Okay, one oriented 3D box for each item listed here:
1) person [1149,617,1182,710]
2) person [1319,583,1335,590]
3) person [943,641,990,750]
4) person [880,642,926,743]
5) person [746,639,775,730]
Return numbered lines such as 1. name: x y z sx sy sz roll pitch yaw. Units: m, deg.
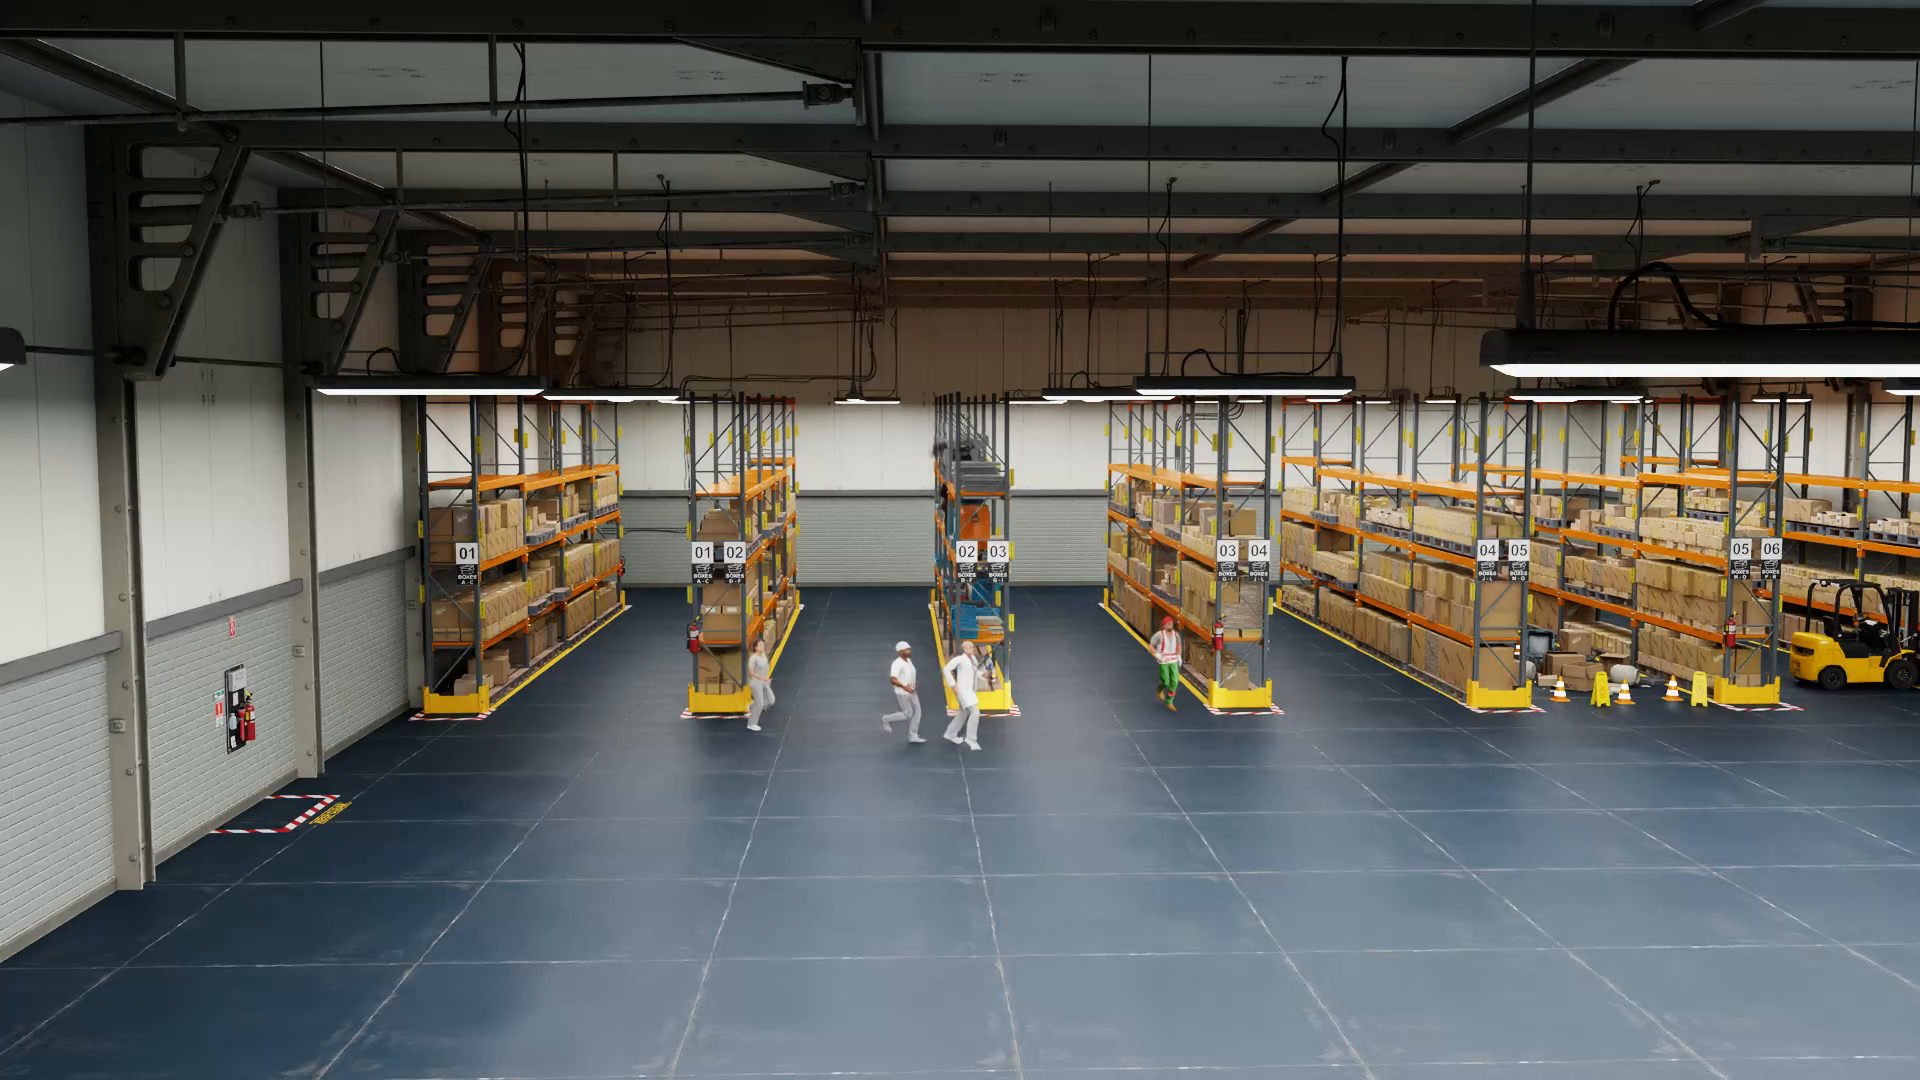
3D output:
1. person: 3.927 2.327 31.621 0.697 1.758 0.662 -1 5 -16
2. person: 10.642 0.948 48.615 0.762 1.735 0.971 -4 6 -38
3. person: 0.098 2.609 27.968 0.848 1.846 0.689 2 5 24
4. person: -0.952 2.591 28.424 0.815 1.727 0.712 2 5 22
5. person: -3.541 2.556 29.483 0.622 1.629 0.598 3 5 30
